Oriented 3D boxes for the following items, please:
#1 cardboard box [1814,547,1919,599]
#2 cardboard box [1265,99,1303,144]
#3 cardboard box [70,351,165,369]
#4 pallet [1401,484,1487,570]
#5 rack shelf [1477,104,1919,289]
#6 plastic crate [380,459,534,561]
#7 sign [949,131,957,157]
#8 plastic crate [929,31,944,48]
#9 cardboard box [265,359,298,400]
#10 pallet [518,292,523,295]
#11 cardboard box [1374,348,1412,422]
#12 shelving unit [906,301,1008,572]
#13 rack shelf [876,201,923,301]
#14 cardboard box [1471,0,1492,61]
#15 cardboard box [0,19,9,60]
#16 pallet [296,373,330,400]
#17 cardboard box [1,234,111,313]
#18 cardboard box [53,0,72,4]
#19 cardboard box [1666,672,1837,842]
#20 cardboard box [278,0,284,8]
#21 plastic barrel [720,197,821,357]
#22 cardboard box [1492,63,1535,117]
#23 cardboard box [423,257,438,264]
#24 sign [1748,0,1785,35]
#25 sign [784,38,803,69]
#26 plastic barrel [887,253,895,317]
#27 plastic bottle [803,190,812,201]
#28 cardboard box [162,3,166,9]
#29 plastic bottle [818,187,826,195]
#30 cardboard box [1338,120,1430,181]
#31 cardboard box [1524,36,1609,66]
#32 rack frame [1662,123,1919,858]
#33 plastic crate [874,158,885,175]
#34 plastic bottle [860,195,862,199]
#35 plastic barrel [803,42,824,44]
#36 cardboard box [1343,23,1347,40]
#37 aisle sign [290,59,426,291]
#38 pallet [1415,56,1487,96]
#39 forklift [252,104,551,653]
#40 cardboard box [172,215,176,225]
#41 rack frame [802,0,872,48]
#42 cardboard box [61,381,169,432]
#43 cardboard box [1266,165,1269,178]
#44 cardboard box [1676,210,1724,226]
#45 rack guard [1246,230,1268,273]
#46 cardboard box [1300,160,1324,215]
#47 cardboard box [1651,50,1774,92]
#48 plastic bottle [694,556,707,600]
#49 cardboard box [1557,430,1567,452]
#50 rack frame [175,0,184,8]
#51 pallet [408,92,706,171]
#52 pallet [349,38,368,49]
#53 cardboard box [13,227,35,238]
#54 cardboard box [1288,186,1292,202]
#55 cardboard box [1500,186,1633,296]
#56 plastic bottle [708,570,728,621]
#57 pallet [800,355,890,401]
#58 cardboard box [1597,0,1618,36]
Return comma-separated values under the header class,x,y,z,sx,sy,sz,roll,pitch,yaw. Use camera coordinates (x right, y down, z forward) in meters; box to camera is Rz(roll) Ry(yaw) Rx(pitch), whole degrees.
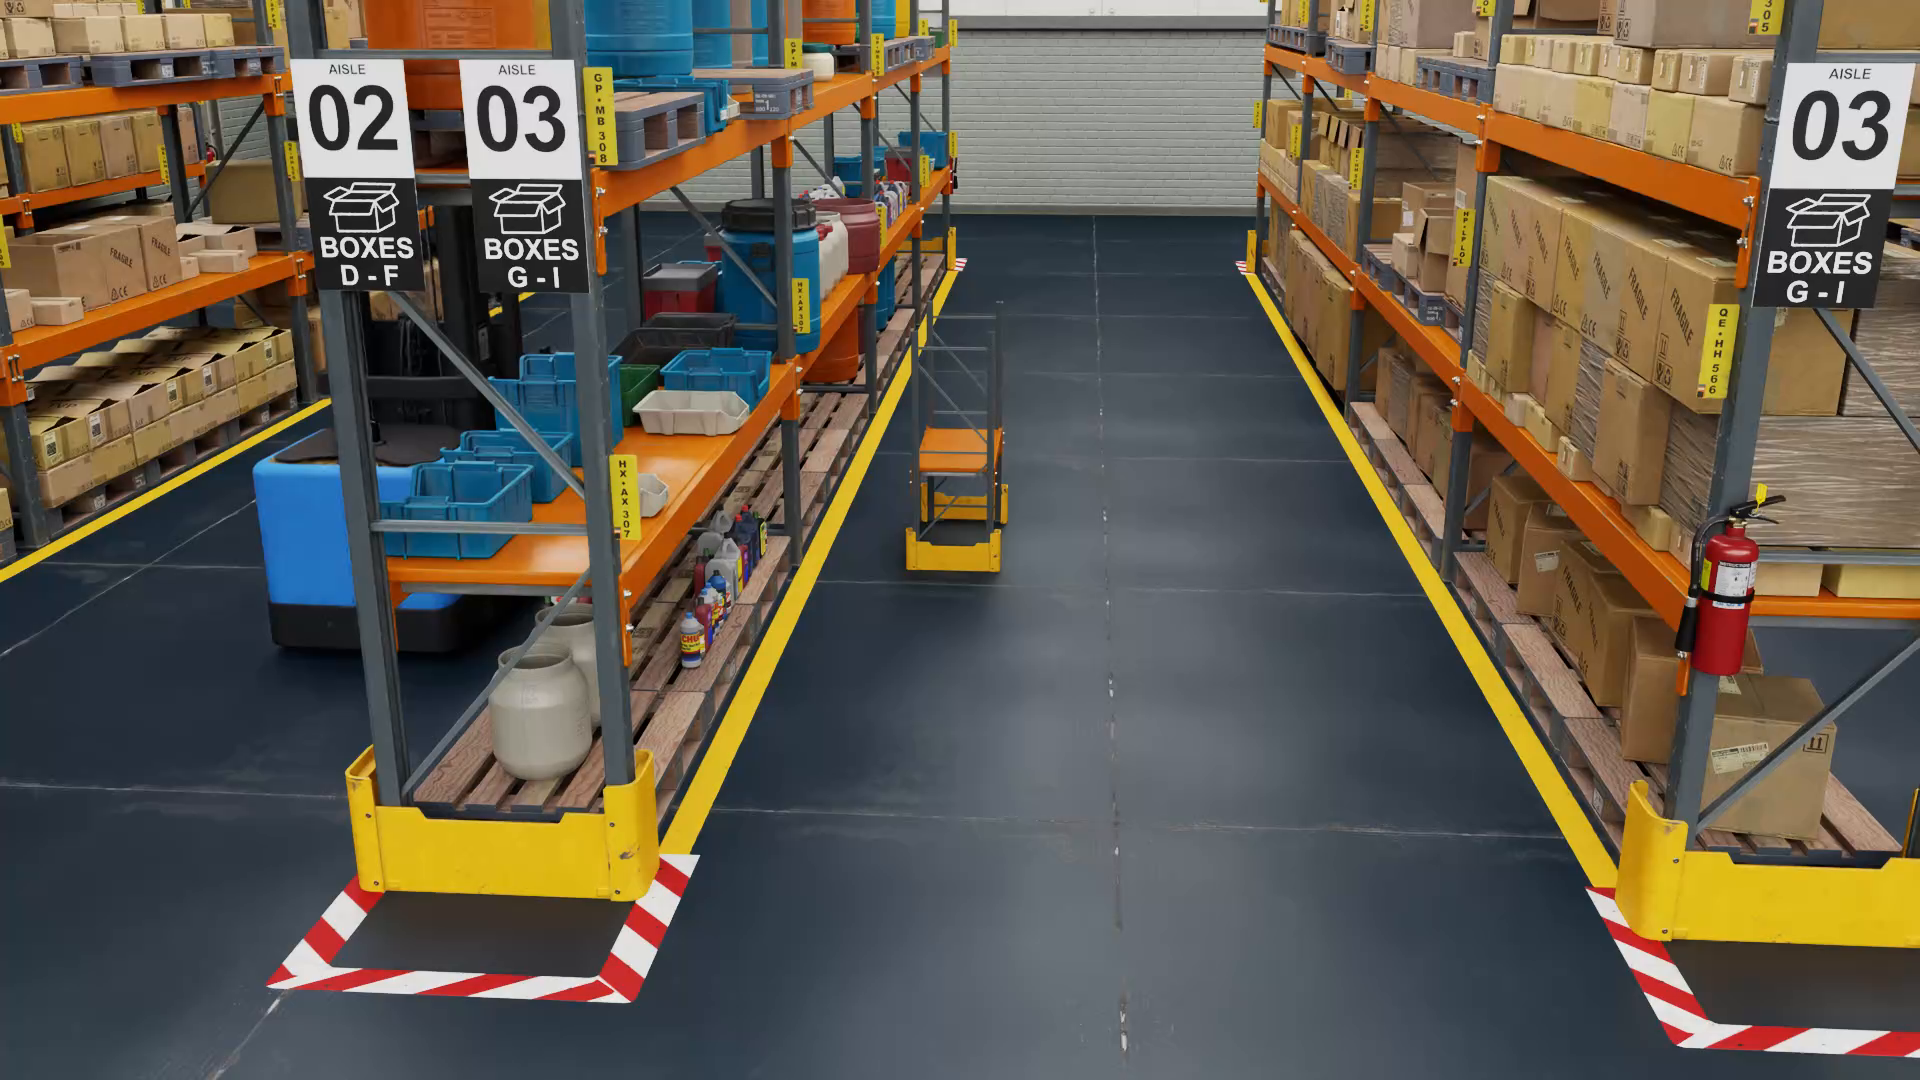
class,x,y,z,sx,sy,sz,roll,pitch,yaw
cardboard box,3.415,0.108,6.180,0.380,0.149,0.250,1,18,4
cardboard box,3.964,-5.026,20.002,0.500,0.500,0.500,1,18,3
cardboard box,-6.549,-1.317,12.965,0.500,0.311,0.500,1,18,2
pallet,3.498,-0.087,10.850,1.003,0.211,1.213,1,18,4
rack shelf,3.300,-1.633,7.427,1.077,0.370,4.000,1,18,4
plastic crate,-2.046,-0.130,6.742,0.499,0.251,0.616,1,18,4
sign,-0.087,-5.078,21.342,0.100,0.325,0.005,1,18,4
plastic crate,-0.422,-6.020,20.001,0.450,0.188,0.336,1,18,4
cardboard box,-5.945,-1.359,13.995,0.500,0.250,0.500,2,18,5
pallet,-5.729,-3.145,20.184,1.003,0.211,1.213,1,18,4
cardboard box,3.702,-1.225,13.154,0.700,0.500,0.500,0,18,1
shelving unit,-0.005,-0.689,10.617,0.587,1.500,1.083,1,18,4
rack shelf,-1.067,-2.803,15.814,1.077,0.370,4.000,1,18,4
cardboard box,3.643,-3.281,10.461,0.797,0.503,0.637,2,18,6
cardboard box,-6.383,-3.138,10.431,0.500,0.250,0.500,3,18,10
pallet,-6.059,-1.541,15.287,1.003,0.211,1.213,1,18,4
cardboard box,-6.328,-1.842,11.567,0.500,0.500,0.500,3,18,8
cardboard box,-10.443,-6.319,18.776,0.500,0.500,0.500,1,18,3
cardboard box,3.218,0.867,6.801,0.500,0.500,0.500,5,19,14
cardboard box,-6.076,-4.877,14.406,0.500,0.500,0.500,1,18,4
plastic barrel,-1.167,-1.632,10.283,0.600,0.901,0.708,1,18,4
cardboard box,3.156,-2.391,8.825,0.500,0.250,0.500,1,18,2
cardboard box,-5.613,-2.739,17.773,0.500,0.500,0.500,1,18,4
sign,2.604,-1.793,5.338,0.100,0.325,0.005,1,18,4
sign,-0.949,-2.695,9.499,0.100,0.325,0.005,1,18,4
plastic barrel,-0.979,-2.800,17.345,0.600,0.901,0.708,1,18,4
plastic bottle,-1.449,-3.137,15.760,0.144,0.351,0.185,1,18,4
cardboard box,-10.306,-6.597,20.827,0.500,0.250,0.500,2,18,6
plastic bottle,-1.398,-3.420,16.750,0.097,0.271,0.097,0,18,0
cardboard box,3.890,-3.575,15.243,0.797,0.503,0.637,2,18,6
cardboard box,3.162,-2.536,8.628,0.380,0.149,0.250,0,18,1
rack frame,3.157,0.072,5.887,1.000,3.000,0.127,1,18,4
plastic crate,-1.099,-4.385,19.662,0.416,0.233,0.300,1,18,4
plastic bottle,-0.903,-3.069,15.551,0.144,0.351,0.185,1,18,4
plastic barrel,-1.177,-3.797,13.126,0.294,0.245,0.294,0,18,0
cardboard box,3.761,-4.702,15.366,0.380,0.149,0.250,1,18,2
aisle sign,-2.085,-1.258,5.771,0.394,0.787,0.004,1,18,4
pallet,3.665,-3.018,10.801,1.213,0.211,1.003,1,18,4
forklift,-3.052,-1.208,9.901,1.130,2.935,3.031,2,18,6
cardboard box,-10.469,-4.021,21.718,0.700,0.500,0.500,1,18,4
rack frame,-1.210,-5.374,12.873,1.000,3.000,0.127,1,18,4
cardboard box,-6.082,-0.991,11.971,0.500,0.311,0.500,1,18,2
cardboard box,3.897,-4.435,20.044,0.380,0.149,0.250,1,18,3
cardboard box,3.575,-1.223,7.594,0.500,0.500,0.500,1,18,4
rack guard,4.305,-3.717,21.464,1.175,0.500,0.348,1,18,4
cardboard box,3.735,-3.565,16.826,0.500,0.500,0.500,1,18,4
cardboard box,2.905,-1.809,6.410,0.380,0.149,0.250,1,18,4
plastic bottle,-1.414,0.215,9.105,0.061,0.283,0.133,1,18,4
cardboard box,3.061,-0.446,7.871,0.380,0.149,0.250,1,18,4
rack frame,-10.518,-8.080,21.130,1.000,3.000,0.127,1,18,4
pallet,-1.627,-1.629,6.564,1.003,0.211,1.213,1,18,4
pallet,-6.052,-4.690,15.905,1.213,0.211,1.003,1,18,4
cardboard box,-10.857,-3.496,19.074,0.380,0.149,0.250,1,18,4
cardboard box,3.730,-3.718,17.856,0.380,0.149,0.250,2,18,5
cardboard box,3.123,-1.545,8.577,0.500,0.500,0.500,1,18,4
plastic bottle,-1.297,0.292,8.889,0.097,0.271,0.097,0,18,0
pallet,-1.195,-1.444,14.991,1.003,0.211,1.213,1,18,4
cardboard box,3.665,-2.877,8.627,0.500,0.500,0.500,1,18,2
